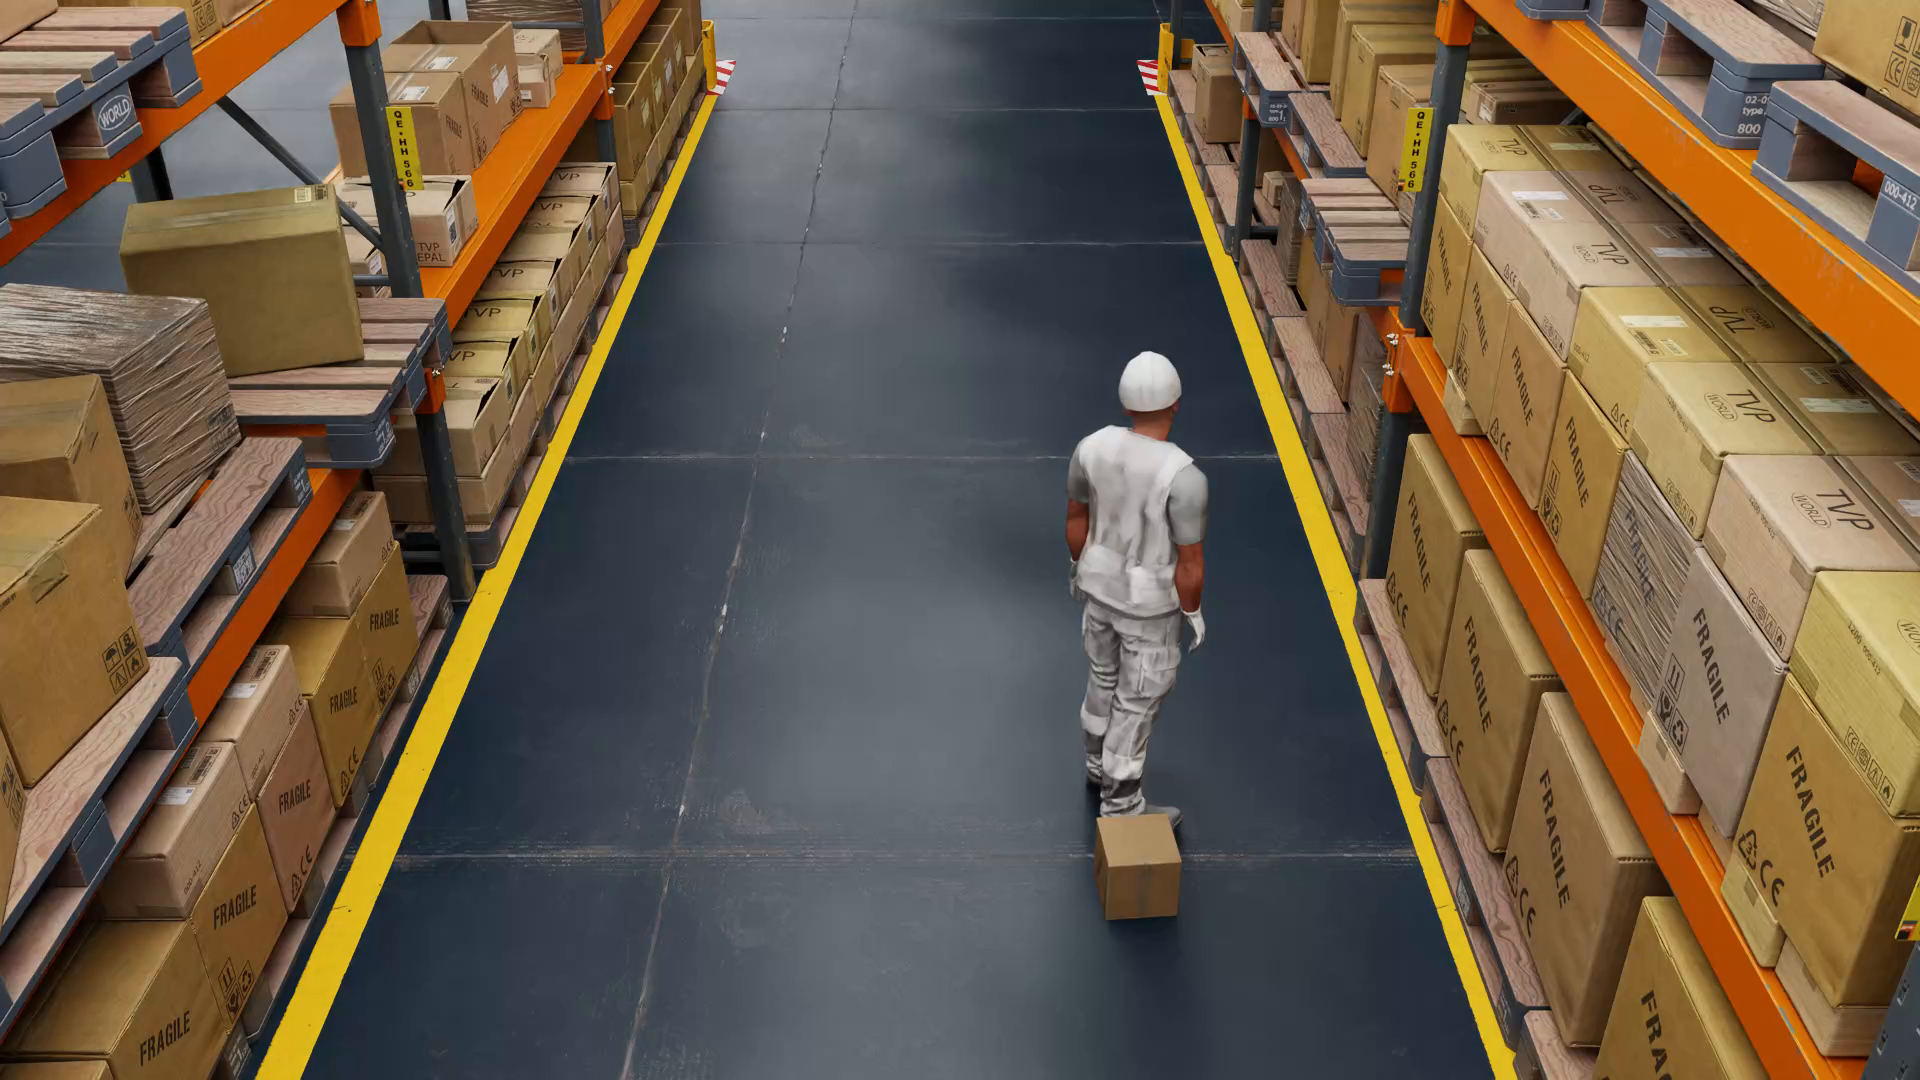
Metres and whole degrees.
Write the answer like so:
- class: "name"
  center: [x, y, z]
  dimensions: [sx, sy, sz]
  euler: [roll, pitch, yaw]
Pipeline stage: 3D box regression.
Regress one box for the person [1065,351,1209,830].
- class: "person"
  center: [0.609, 0.182, 5.770]
  dimensions: [0.476, 1.791, 0.573]
  euler: [-26, 40, -36]
